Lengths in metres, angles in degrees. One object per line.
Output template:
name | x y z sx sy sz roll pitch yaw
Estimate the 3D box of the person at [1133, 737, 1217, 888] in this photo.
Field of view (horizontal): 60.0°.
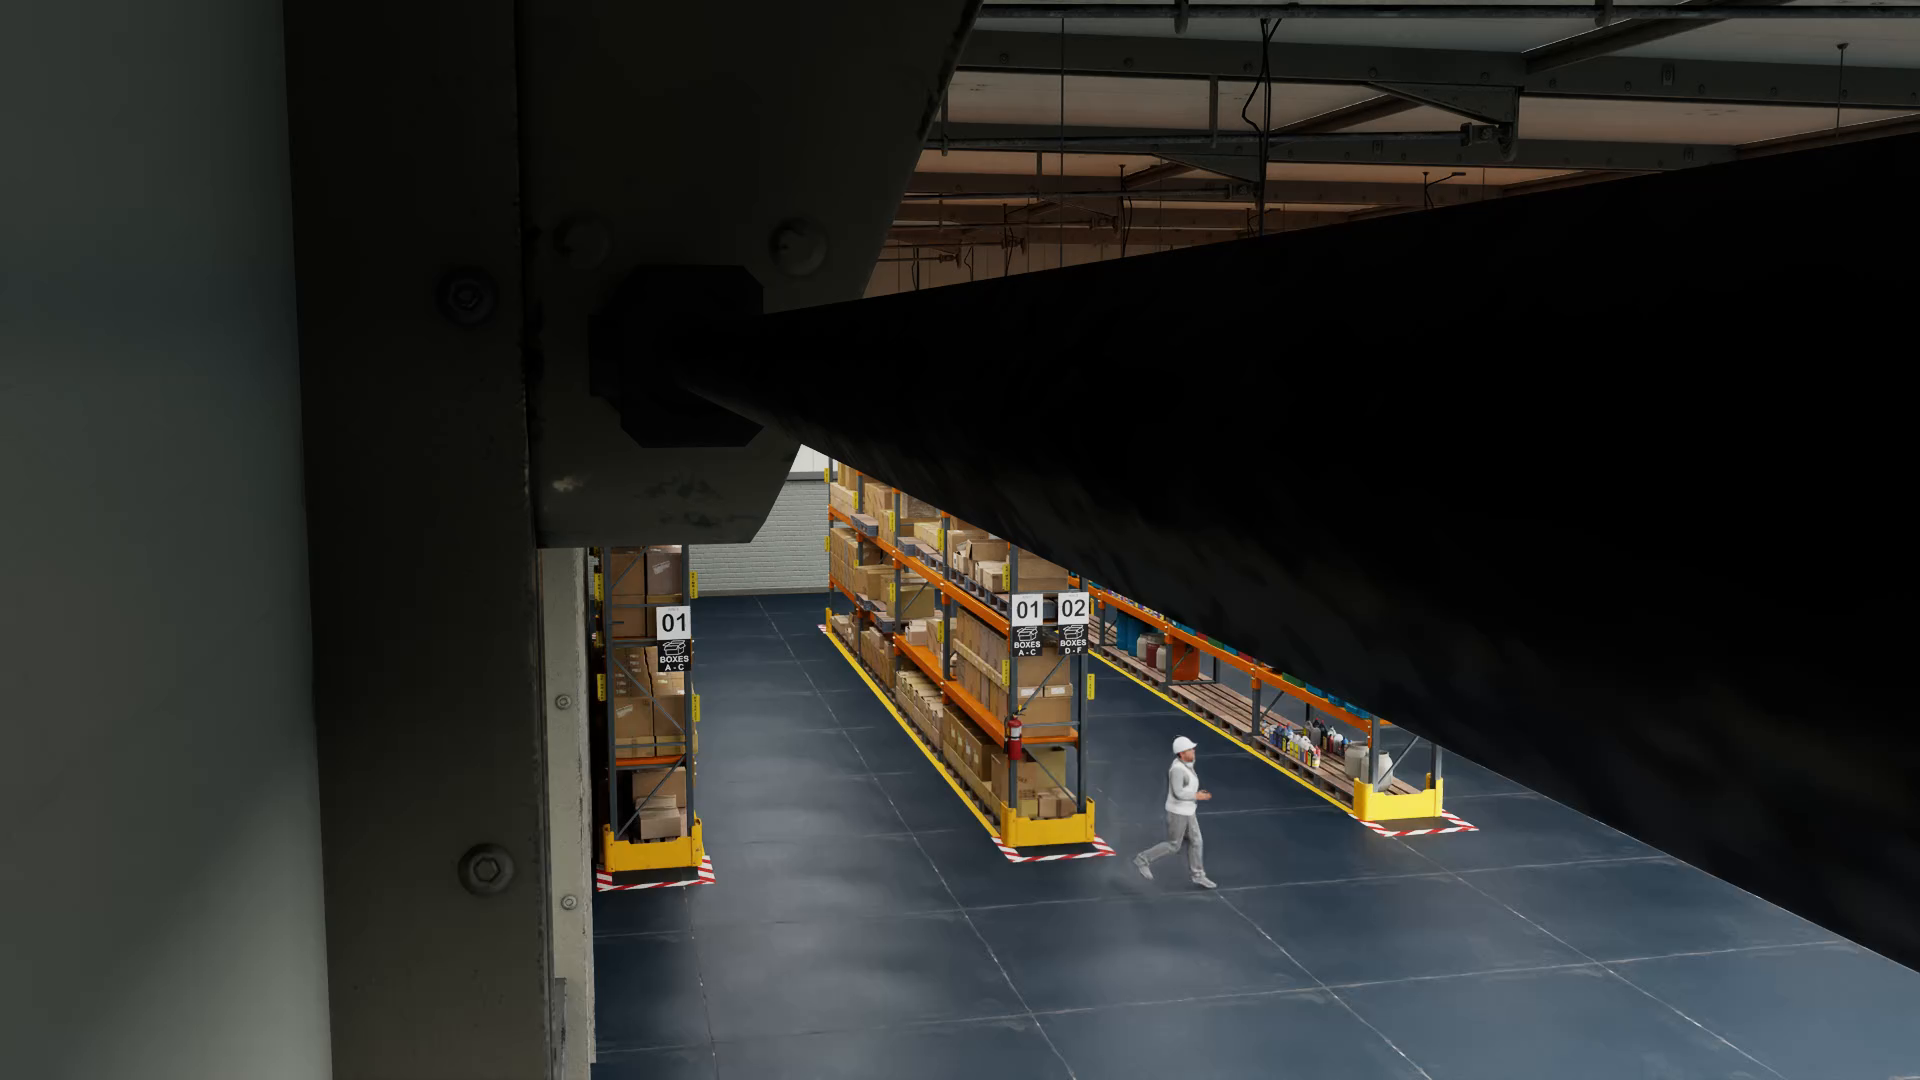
person | 2.528 3.161 19.376 0.957 1.784 0.669 2 7 17
